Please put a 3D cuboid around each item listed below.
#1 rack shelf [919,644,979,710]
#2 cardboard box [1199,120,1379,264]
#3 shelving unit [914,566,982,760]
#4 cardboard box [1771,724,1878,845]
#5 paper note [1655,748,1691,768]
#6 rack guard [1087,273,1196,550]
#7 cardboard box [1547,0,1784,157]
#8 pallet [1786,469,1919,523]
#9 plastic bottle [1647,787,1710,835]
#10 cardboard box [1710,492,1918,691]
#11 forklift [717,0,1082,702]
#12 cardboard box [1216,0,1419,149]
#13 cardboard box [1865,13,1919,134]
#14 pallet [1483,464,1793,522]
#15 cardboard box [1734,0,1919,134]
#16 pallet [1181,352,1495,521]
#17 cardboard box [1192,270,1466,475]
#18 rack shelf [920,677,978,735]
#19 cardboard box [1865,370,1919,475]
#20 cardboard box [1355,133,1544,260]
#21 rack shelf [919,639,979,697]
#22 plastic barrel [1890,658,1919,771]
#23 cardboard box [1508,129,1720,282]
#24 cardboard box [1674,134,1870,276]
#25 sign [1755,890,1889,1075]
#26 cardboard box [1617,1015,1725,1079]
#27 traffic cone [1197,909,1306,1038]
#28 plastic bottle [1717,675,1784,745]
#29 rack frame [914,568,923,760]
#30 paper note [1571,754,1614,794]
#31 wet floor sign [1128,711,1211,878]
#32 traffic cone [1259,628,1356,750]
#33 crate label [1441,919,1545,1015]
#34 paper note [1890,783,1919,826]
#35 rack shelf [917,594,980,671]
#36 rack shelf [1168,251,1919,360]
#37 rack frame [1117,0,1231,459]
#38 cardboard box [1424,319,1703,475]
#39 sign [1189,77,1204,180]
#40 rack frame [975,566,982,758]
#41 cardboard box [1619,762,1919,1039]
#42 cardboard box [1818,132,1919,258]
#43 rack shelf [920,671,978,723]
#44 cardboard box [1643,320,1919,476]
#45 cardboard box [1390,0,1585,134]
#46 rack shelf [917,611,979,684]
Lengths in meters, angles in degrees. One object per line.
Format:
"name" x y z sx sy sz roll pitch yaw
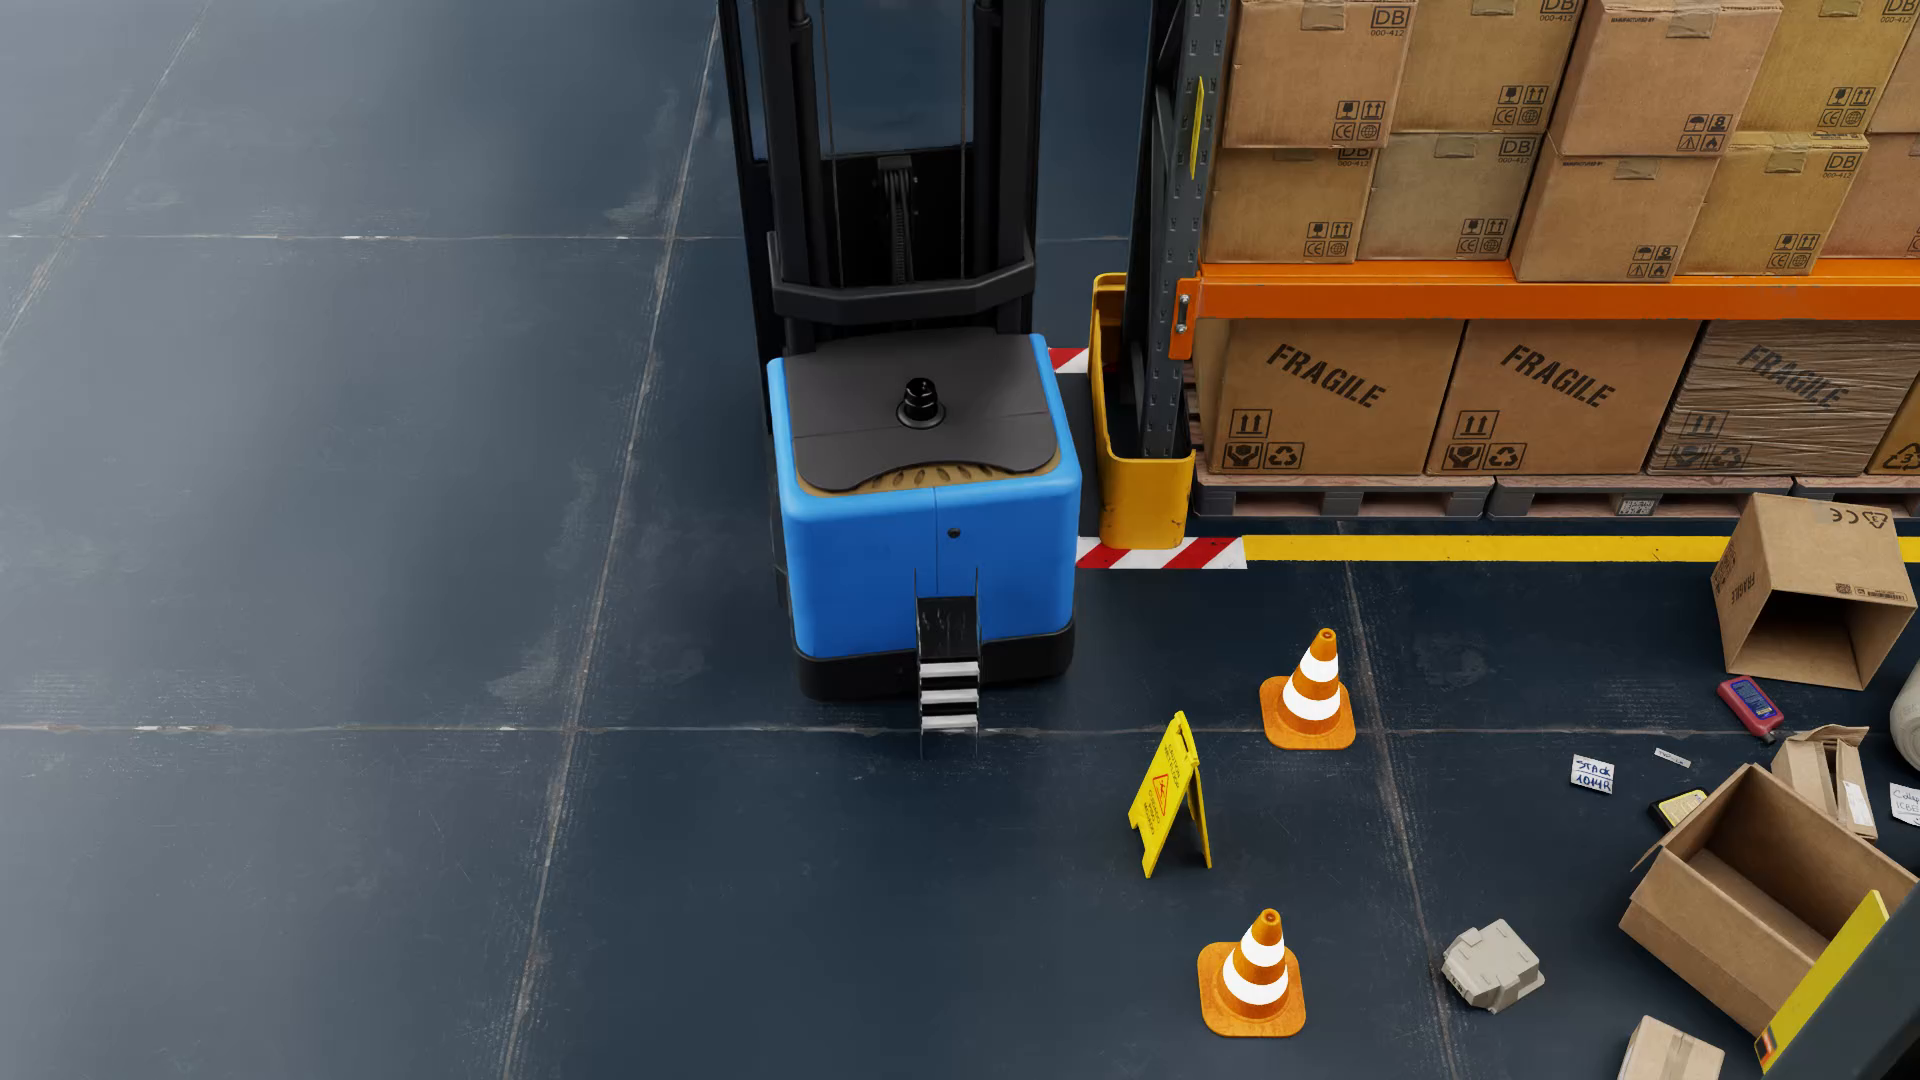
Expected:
"rack shelf" -0.042 0.464 5.808 0.200 0.077 0.258 -2 55 -2
"cardboard box" 1.143 -1.496 6.071 0.550 0.550 0.875 0 47 0
"shelving unit" -0.042 0.445 5.781 0.210 0.900 0.258 -2 55 -2
"cardboard box" 3.046 0.873 5.836 0.258 0.266 0.396 8 48 7
"paper note" 2.607 0.797 6.082 0.123 0.001 0.032 23 51 20
"rack guard" 0.748 -0.561 7.011 0.348 0.500 1.175 0 47 0
"cardboard box" 2.253 -1.767 5.586 0.550 0.550 0.875 0 47 0
"pallet" 4.012 -0.511 7.162 1.213 0.211 1.003 0 47 0
"plastic bottle" 2.599 0.956 5.899 0.283 0.061 0.133 -15 49 -13
"cardboard box" 3.216 0.196 6.305 0.500 0.500 0.500 8 48 7
"forklift" -0.295 -1.491 6.216 1.130 2.935 3.031 -6 47 -6
"cardboard box" 1.143 -1.802 5.619 0.550 0.550 0.875 0 47 0
"cardboard box" 3.313 -1.865 5.677 0.550 0.550 0.875 0 47 0
"pallet" 2.789 -0.512 7.163 1.213 0.211 1.003 0 47 0
"cardboard box" 2.783 -1.861 5.673 0.500 0.550 0.875 0 47 0
"pallet" 1.572 -0.517 7.168 1.213 0.211 1.003 0 47 0
"cardboard box" 1.450 -0.878 6.764 0.875 0.875 0.875 0 47 0
"rack shelf" -0.043 0.567 5.955 0.200 0.077 0.258 -2 55 -2
"cardboard box" 4.143 -0.874 6.759 0.875 0.875 0.875 1 47 1
"cardboard box" 1.693 -1.510 6.085 0.550 0.550 0.875 0 47 0
"rack shelf" -0.042 0.412 5.734 0.200 0.077 0.258 -2 55 -2
"plastic barrel" 3.632 0.596 5.987 0.421 0.421 0.512 32 55 26
"cardboard box" 2.253 -1.417 5.998 0.550 0.550 0.875 0 47 0
"cardboard box" 2.783 -1.446 6.025 0.500 0.550 0.875 0 47 0
"sign" 0.877 0.481 1.679 0.005 0.325 0.100 0 47 0
"cardboard box" 2.172 1.707 5.140 0.250 0.149 0.380 23 51 20
"traffic cone" 0.954 1.319 5.287 0.334 0.463 0.336 0 47 0
"plastic bottle" 2.966 0.636 6.197 0.133 0.061 0.283 -15 49 -13
"rack frame" -0.144 0.449 5.777 0.006 0.900 0.240 -2 55 -2
"paper note" 2.292 0.847 6.023 0.142 0.017 0.144 15 49 14
"wet floor sign" 0.736 0.839 5.609 0.232 0.644 0.267 -7 47 -7
"traffic cone" 1.298 0.493 6.056 0.334 0.463 0.336 0 47 0
"crate label" 1.740 1.387 5.446 0.298 0.136 0.250 -23 51 -20
"paper note" 3.407 0.948 5.932 0.155 0.023 0.172 15 49 14
"rack shelf" -0.041 0.309 5.587 0.200 0.077 0.258 -2 55 -2
"rack shelf" 2.772 -1.162 6.354 4.000 0.370 1.077 0 47 0
"rack frame" 0.772 -1.412 6.096 0.127 3.000 1.000 0 47 0
"cardboard box" 2.330 -0.877 6.763 0.875 0.875 0.875 -1 47 0
"sign" 0.764 -1.328 5.372 0.005 0.325 0.100 0 47 0
"rack frame" 0.059 0.441 5.784 0.006 0.900 0.240 -2 55 -2
"cardboard box" 2.621 1.213 5.358 0.637 0.503 0.797 -31 54 -26
"cardboard box" 3.313 -1.517 6.092 0.550 0.550 0.875 0 47 0
"rack shelf" -0.043 0.516 5.882 0.200 0.077 0.258 -2 55 -2
"cardboard box" 3.242 -0.873 6.759 0.875 0.875 0.875 0 47 0
"cardboard box" 1.693 -1.868 5.680 0.550 0.550 0.875 0 47 0
"rack shelf" -0.042 0.361 5.661 0.200 0.077 0.258 -2 55 -2
